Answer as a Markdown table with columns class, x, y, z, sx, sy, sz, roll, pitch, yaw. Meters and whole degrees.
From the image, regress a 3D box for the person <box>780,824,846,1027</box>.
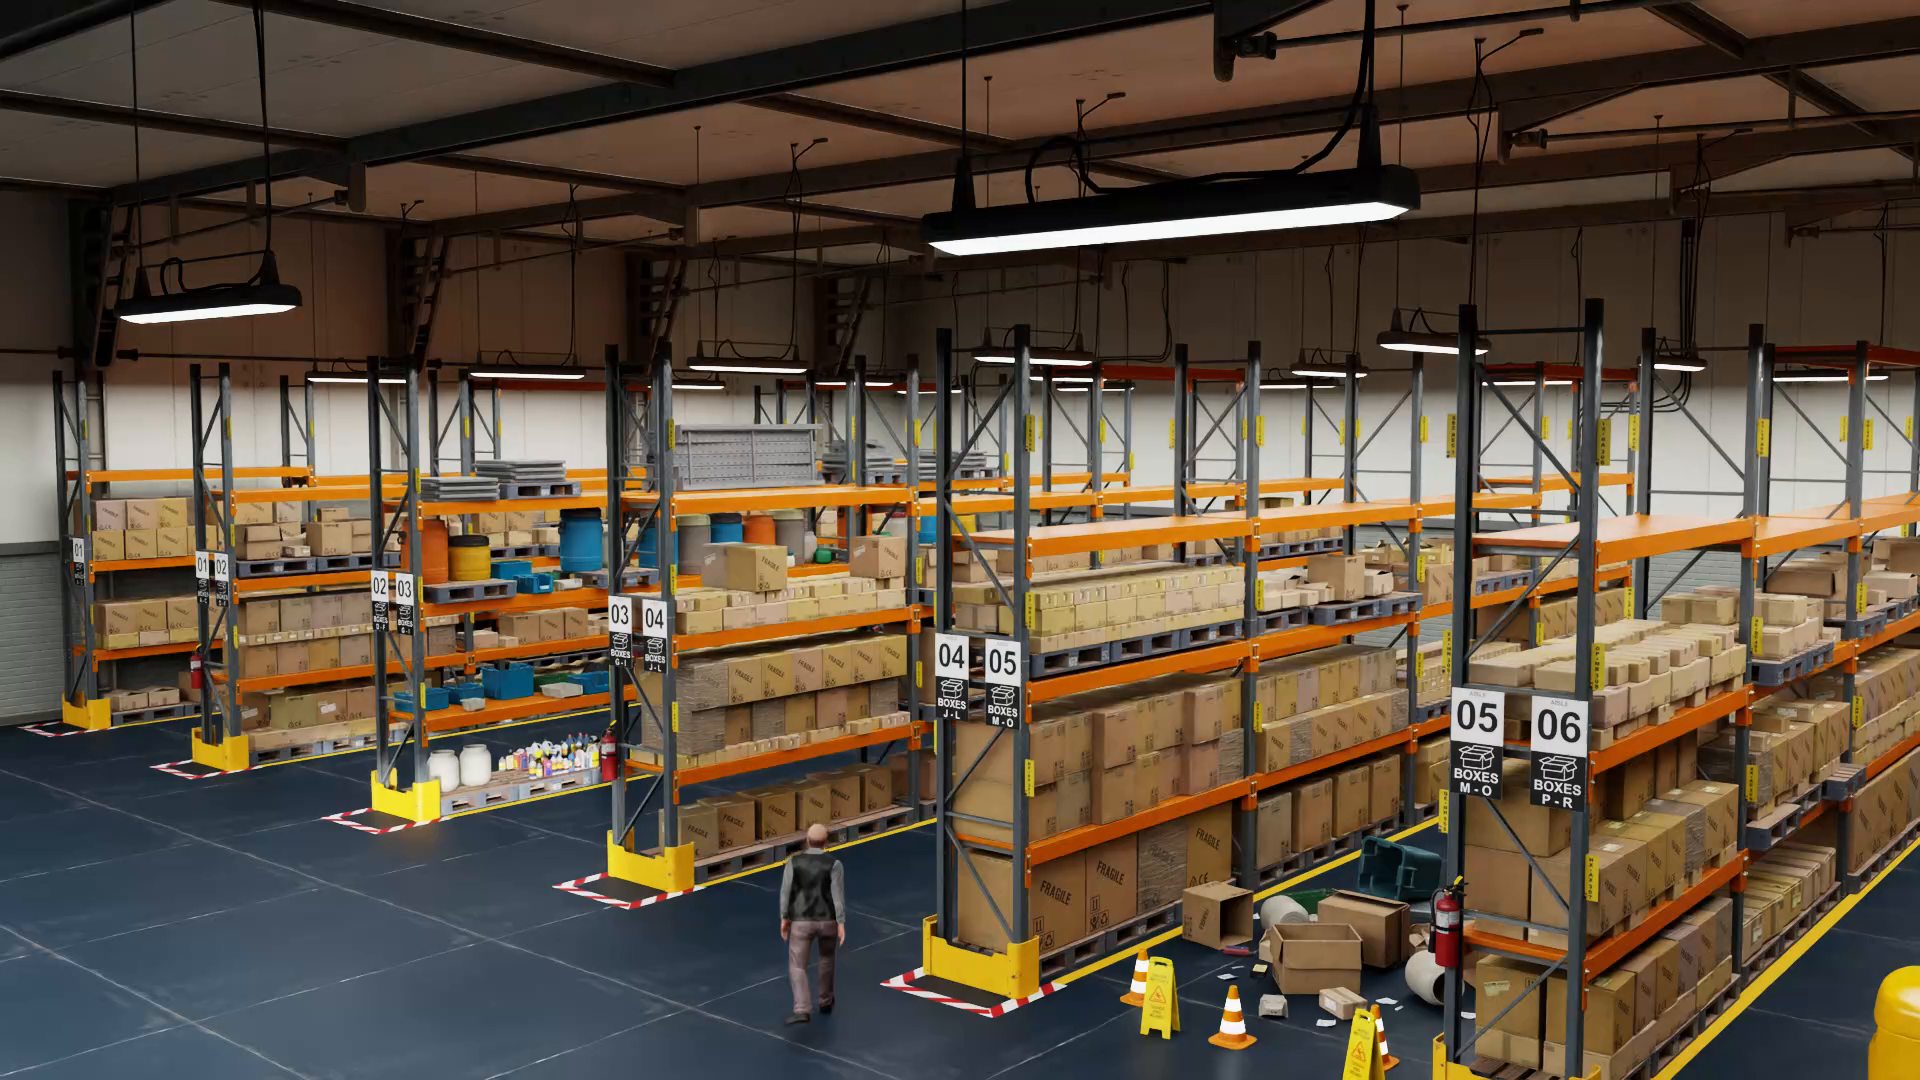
| class | x | y | z | sx | sy | sz | roll | pitch | yaw |
| --- | --- | --- | --- | --- | --- | --- | --- | --- | --- |
| person | -1.259 | 3.298 | 14.254 | 0.560 | 1.672 | 0.900 | -1 | 4 | -9 |
